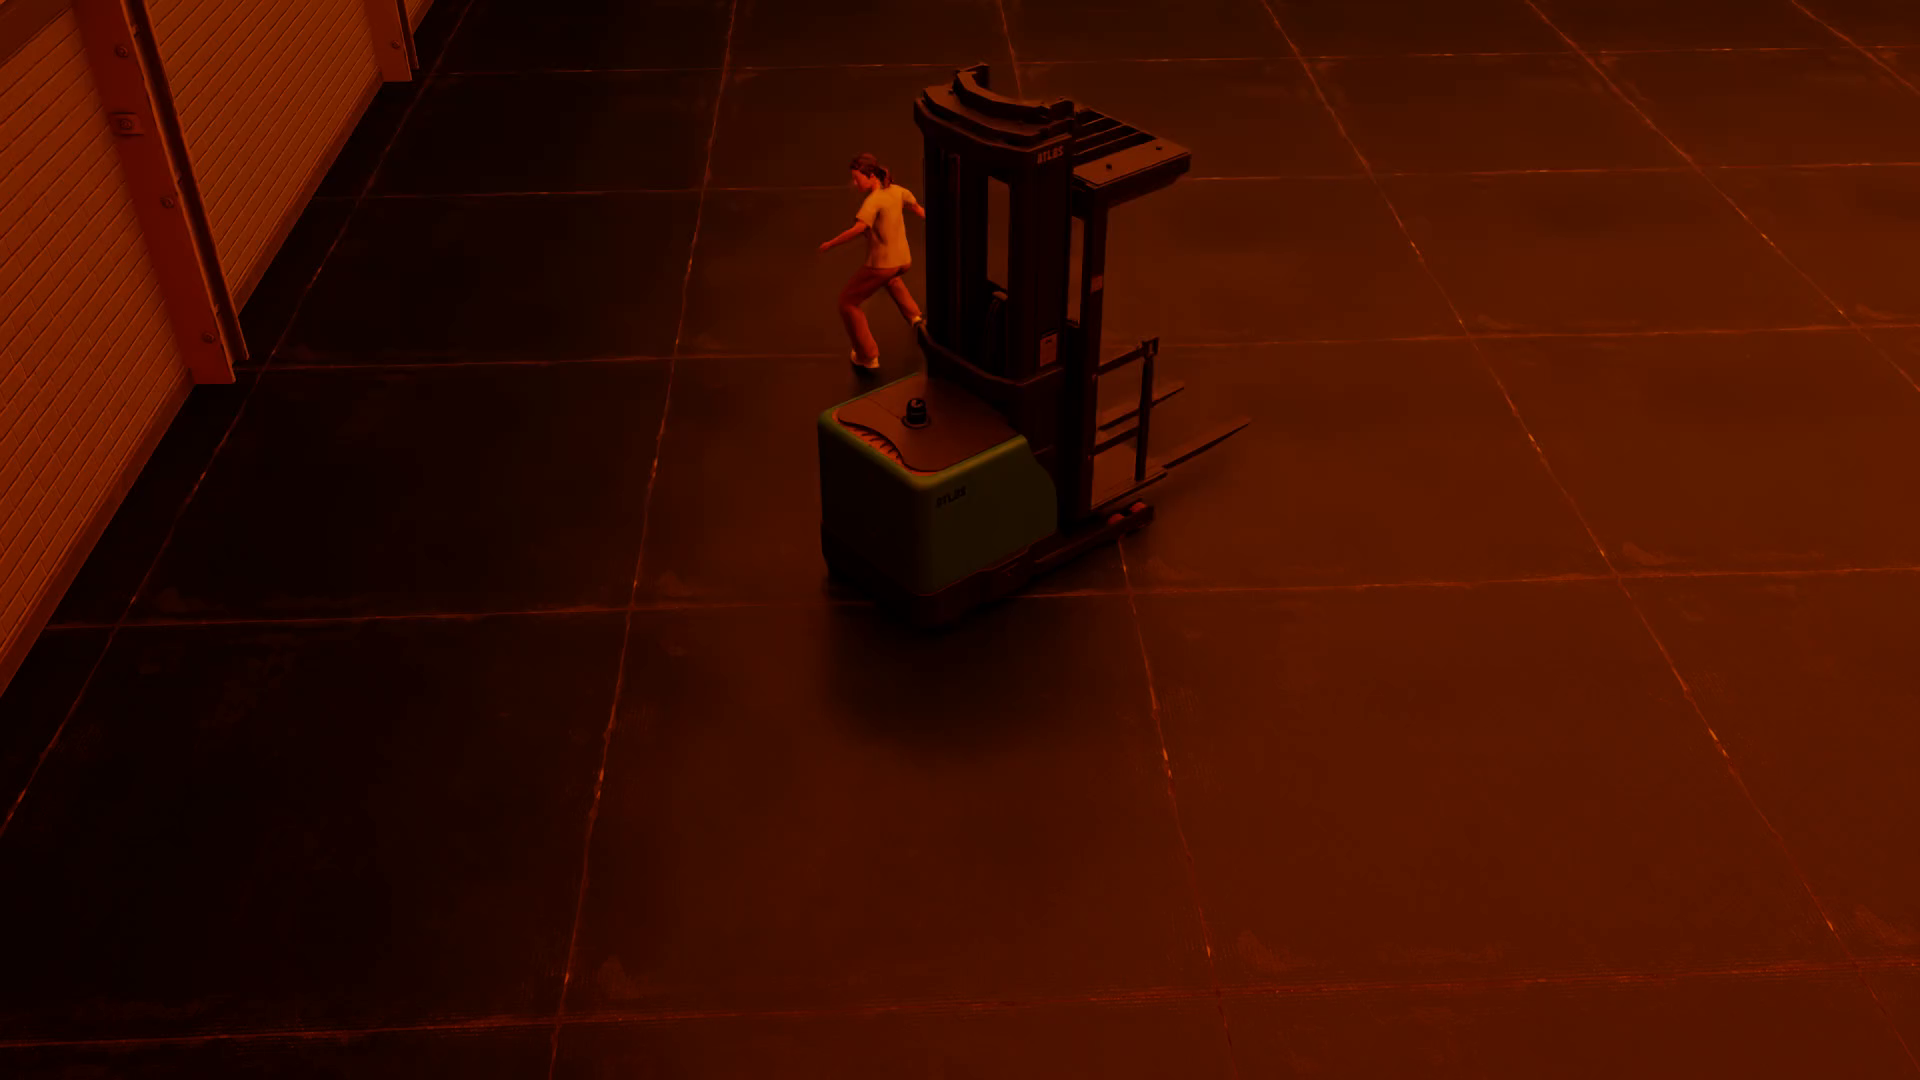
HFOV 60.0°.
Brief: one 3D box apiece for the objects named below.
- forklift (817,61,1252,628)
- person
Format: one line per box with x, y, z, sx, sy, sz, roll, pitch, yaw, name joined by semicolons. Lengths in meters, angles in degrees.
0.605;-1.398;9.930;3.031;2.935;1.130;-26;44;-31;forklift
-0.535;-2.029;12.086;0.522;1.611;0.955;24;43;29;person
